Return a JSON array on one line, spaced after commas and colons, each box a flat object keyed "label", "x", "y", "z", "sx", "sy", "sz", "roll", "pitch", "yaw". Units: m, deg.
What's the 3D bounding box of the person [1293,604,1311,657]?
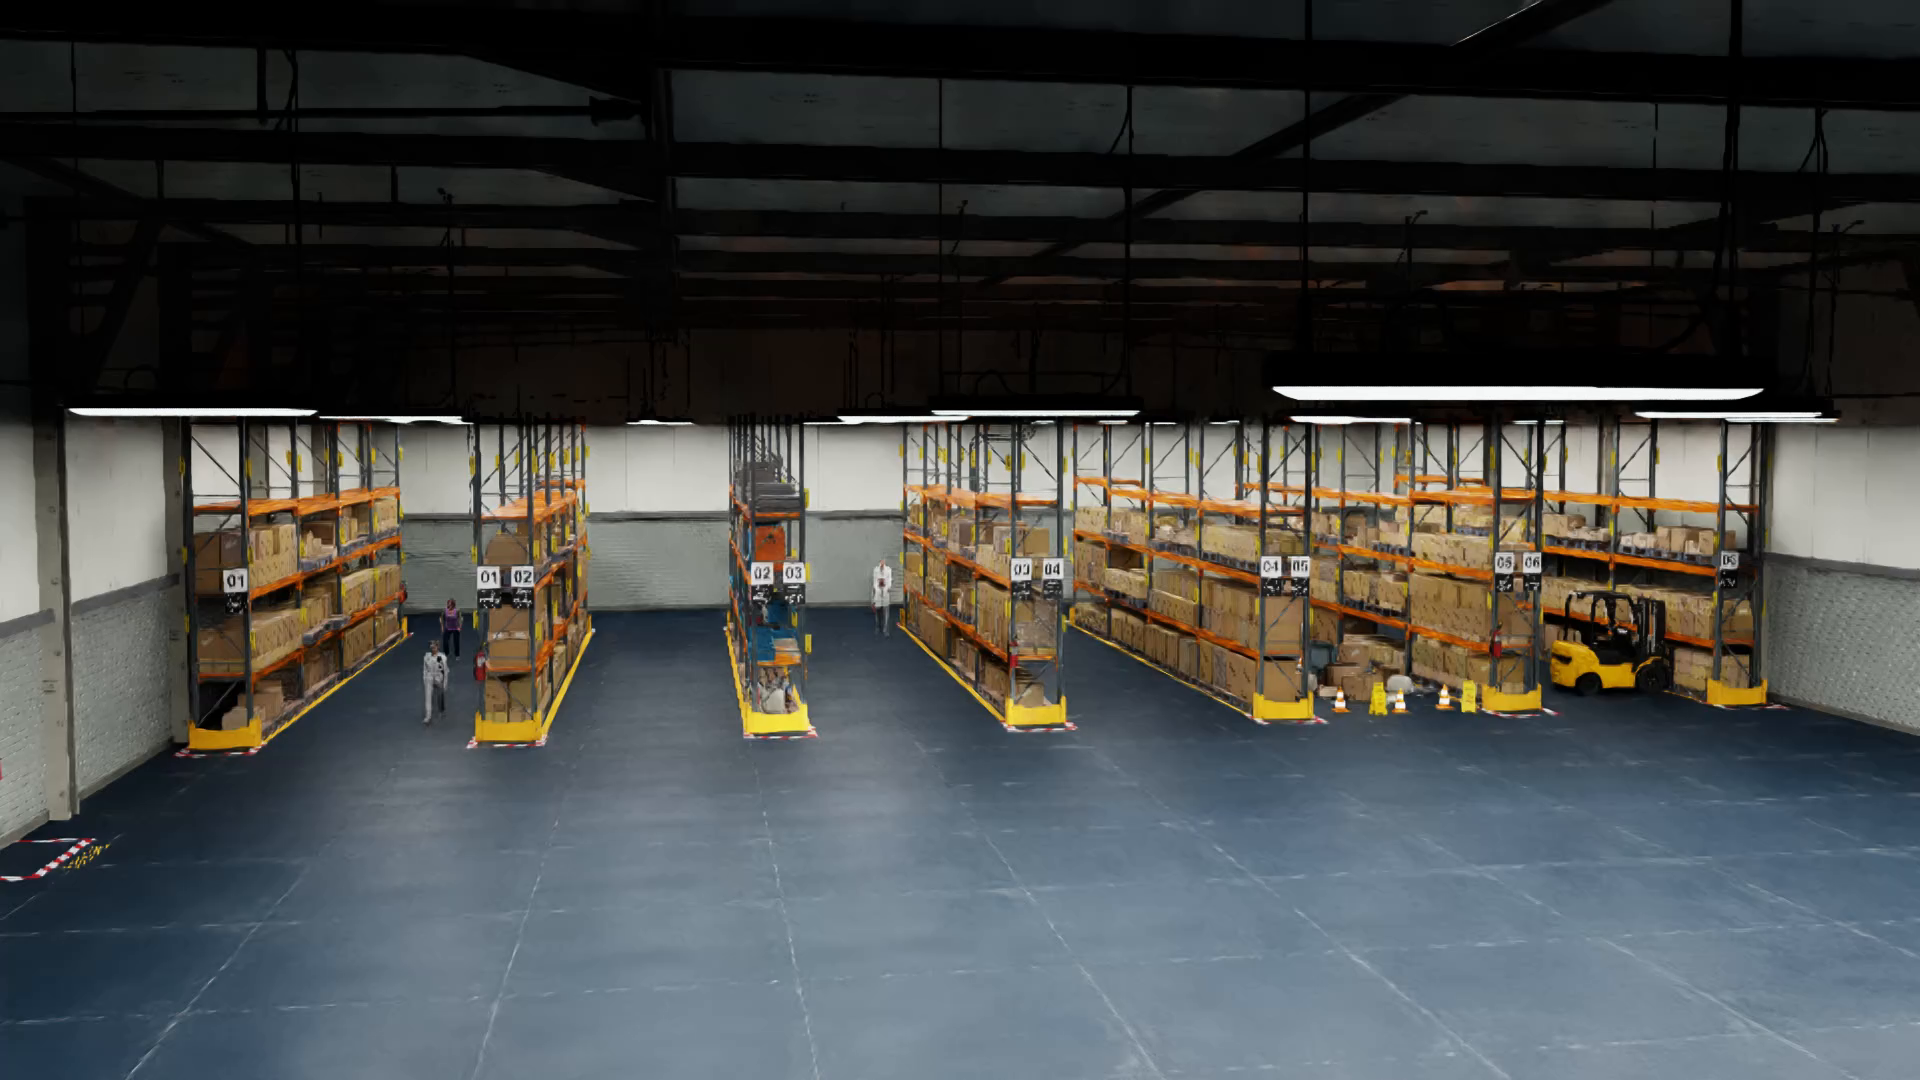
[{"label": "person", "x": 8.464, "y": 2.085, "z": 41.054, "sx": 0.555, "sy": 1.664, "sz": 0.585, "roll": 1, "pitch": 4, "yaw": 14}]

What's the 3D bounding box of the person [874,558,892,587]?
[{"label": "person", "x": -2.361, "y": 1.400, "z": 50.775, "sx": 0.572, "sy": 1.714, "sz": 1.102, "roll": 0, "pitch": 4, "yaw": 0}]

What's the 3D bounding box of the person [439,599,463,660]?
[{"label": "person", "x": -12.477, "y": 2.186, "z": 40.800, "sx": 0.566, "sy": 1.541, "sz": 0.519, "roll": -1, "pitch": 4, "yaw": -12}]

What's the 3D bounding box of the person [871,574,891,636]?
[{"label": "person", "x": -2.172, "y": 1.762, "z": 45.628, "sx": 0.542, "sy": 1.700, "sz": 1.114, "roll": 0, "pitch": 4, "yaw": -7}]

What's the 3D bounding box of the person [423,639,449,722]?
[{"label": "person", "x": -10.195, "y": 2.711, "z": 32.352, "sx": 0.488, "sy": 1.584, "sz": 1.089, "roll": -1, "pitch": 4, "yaw": -12}]
